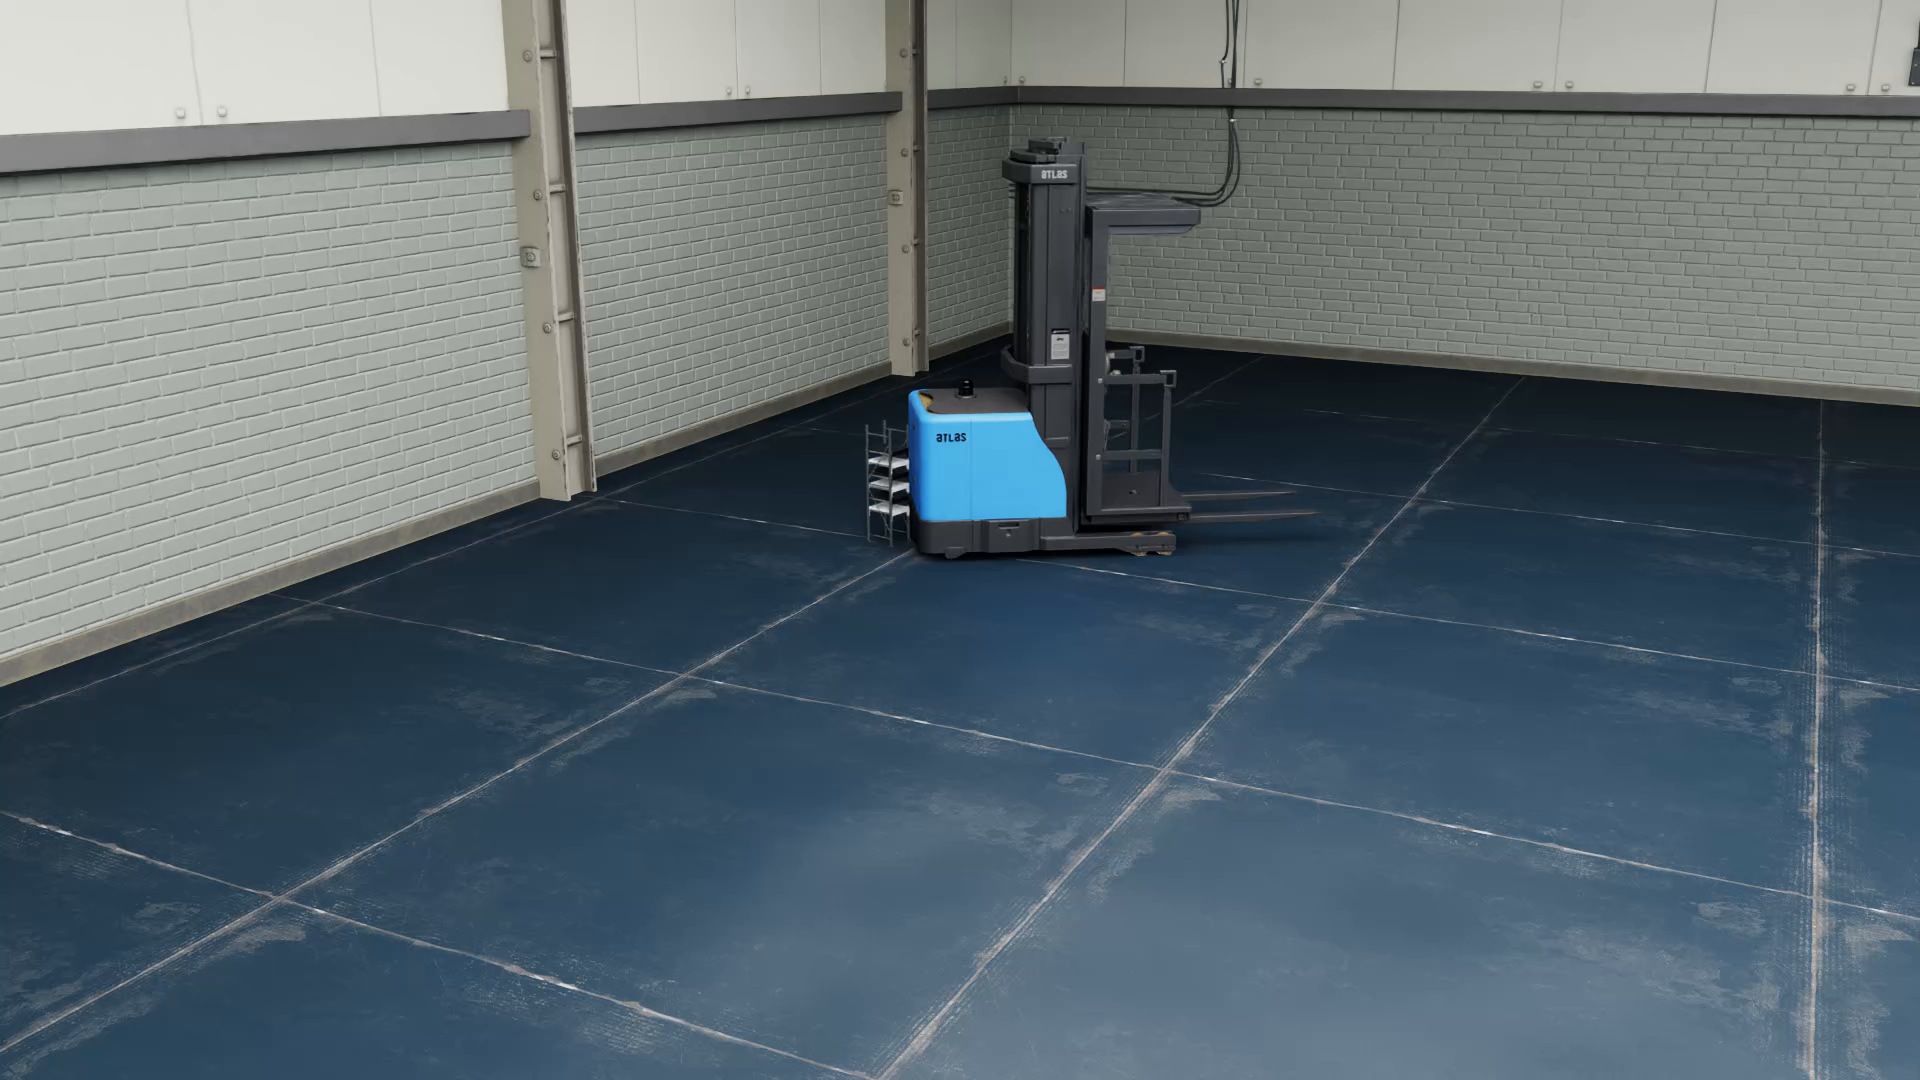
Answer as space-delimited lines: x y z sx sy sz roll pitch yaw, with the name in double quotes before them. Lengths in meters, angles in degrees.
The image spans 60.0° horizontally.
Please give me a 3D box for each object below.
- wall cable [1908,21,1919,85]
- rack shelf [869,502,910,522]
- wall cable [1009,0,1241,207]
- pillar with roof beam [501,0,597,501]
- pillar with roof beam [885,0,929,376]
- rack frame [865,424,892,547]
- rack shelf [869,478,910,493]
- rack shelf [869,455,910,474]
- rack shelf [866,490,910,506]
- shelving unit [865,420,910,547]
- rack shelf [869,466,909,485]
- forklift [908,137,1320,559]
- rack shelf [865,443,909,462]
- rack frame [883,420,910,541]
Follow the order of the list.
"wall cable" 10.405 -7.229 15.084 2.305 6.003 0.169 8 18 25
"rack shelf" -0.537 -0.216 12.421 0.258 0.077 0.200 12 21 36
"wall cable" 1.919 -5.322 20.090 3.097 2.526 0.112 8 18 25
"pillar with roof beam" 0.590 -4.152 10.699 9.100 9.000 0.400 8 18 25
"pillar with roof beam" 3.271 -5.680 15.844 9.100 9.000 0.400 8 18 25
"rack frame" -0.599 -0.398 12.283 0.240 0.900 0.006 12 21 36
"rack shelf" -0.537 -0.389 12.369 0.258 0.077 0.200 12 21 36
"rack shelf" -0.537 -0.561 12.318 0.258 0.077 0.200 12 21 36
"rack shelf" -0.537 -0.302 12.395 0.258 0.077 0.200 12 21 36
"shelving unit" -0.537 -0.421 12.360 0.258 0.900 0.210 12 21 36
"rack shelf" -0.537 -0.475 12.344 0.258 0.077 0.200 12 21 36
"forklift" 1.151 -1.435 12.208 3.031 2.935 1.130 -2 17 -7
"rack shelf" -0.537 -0.647 12.292 0.258 0.077 0.200 12 21 36
"rack frame" -0.474 -0.443 12.437 0.240 0.900 0.006 12 21 36
